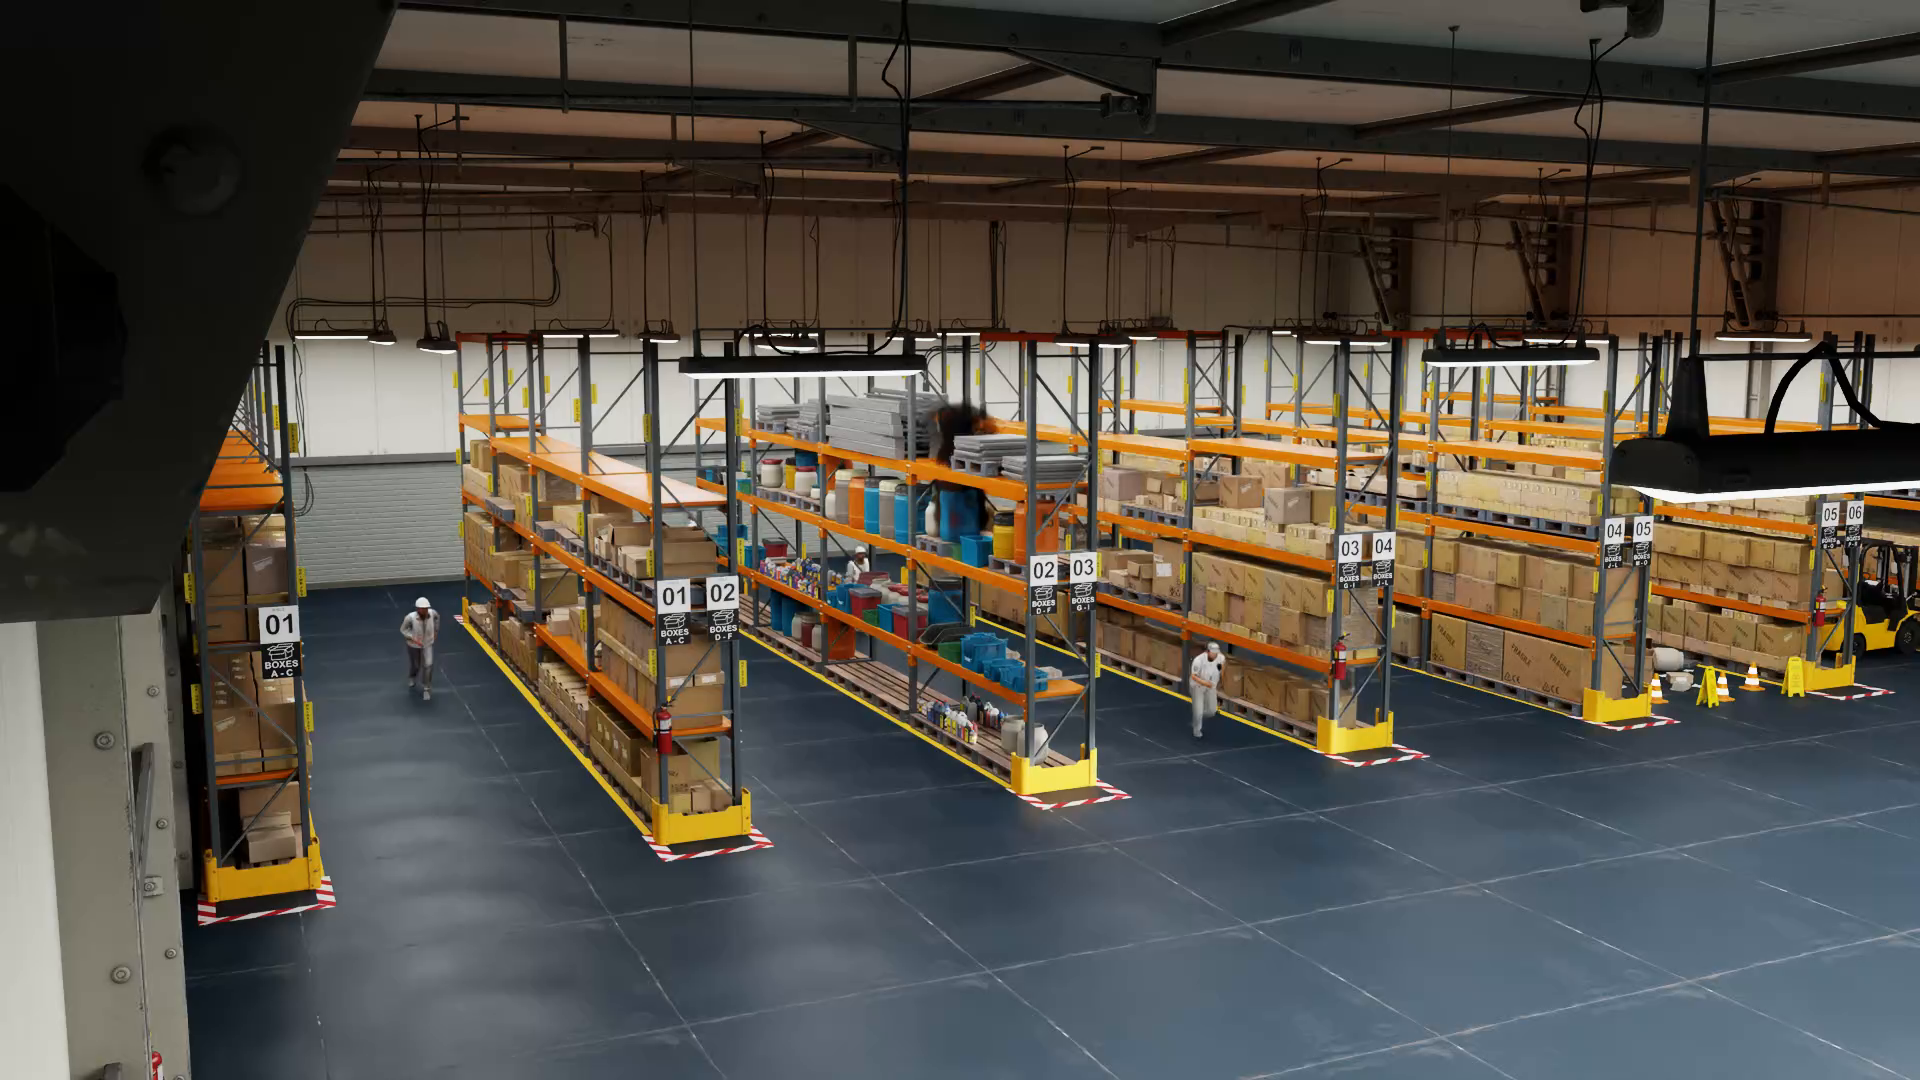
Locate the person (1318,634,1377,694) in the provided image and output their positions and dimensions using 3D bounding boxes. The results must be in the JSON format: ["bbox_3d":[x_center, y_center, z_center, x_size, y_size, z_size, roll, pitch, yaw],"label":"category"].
[{"bbox_3d":[6.419,1.873,27.605,0.693,1.543,1.161,-4,9,-28],"label":"person"}]

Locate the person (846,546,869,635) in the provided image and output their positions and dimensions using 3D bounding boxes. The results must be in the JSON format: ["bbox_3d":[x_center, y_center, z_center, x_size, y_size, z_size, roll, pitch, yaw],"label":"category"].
[{"bbox_3d":[-1.949,1.005,33.032,0.663,1.783,0.794,-4,9,-30],"label":"person"}]

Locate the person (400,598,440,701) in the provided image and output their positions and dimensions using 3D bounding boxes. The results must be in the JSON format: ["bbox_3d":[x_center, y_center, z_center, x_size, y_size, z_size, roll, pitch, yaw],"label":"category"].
[{"bbox_3d":[-9.041,1.767,27.811,0.689,1.732,1.037,-5,9,-35],"label":"person"}]

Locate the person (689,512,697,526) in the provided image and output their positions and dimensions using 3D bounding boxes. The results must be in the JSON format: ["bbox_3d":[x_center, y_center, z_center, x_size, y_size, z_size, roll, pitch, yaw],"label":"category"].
[{"bbox_3d":[-6.504,0.121,40.113,0.710,1.659,0.559,-1,8,-10],"label":"person"}]

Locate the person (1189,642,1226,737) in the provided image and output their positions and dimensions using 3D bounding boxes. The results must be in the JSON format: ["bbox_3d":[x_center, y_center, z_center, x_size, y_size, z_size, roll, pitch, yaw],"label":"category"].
[{"bbox_3d":[3.735,2.236,24.965,0.633,1.508,0.783,-2,8,-17],"label":"person"}]
